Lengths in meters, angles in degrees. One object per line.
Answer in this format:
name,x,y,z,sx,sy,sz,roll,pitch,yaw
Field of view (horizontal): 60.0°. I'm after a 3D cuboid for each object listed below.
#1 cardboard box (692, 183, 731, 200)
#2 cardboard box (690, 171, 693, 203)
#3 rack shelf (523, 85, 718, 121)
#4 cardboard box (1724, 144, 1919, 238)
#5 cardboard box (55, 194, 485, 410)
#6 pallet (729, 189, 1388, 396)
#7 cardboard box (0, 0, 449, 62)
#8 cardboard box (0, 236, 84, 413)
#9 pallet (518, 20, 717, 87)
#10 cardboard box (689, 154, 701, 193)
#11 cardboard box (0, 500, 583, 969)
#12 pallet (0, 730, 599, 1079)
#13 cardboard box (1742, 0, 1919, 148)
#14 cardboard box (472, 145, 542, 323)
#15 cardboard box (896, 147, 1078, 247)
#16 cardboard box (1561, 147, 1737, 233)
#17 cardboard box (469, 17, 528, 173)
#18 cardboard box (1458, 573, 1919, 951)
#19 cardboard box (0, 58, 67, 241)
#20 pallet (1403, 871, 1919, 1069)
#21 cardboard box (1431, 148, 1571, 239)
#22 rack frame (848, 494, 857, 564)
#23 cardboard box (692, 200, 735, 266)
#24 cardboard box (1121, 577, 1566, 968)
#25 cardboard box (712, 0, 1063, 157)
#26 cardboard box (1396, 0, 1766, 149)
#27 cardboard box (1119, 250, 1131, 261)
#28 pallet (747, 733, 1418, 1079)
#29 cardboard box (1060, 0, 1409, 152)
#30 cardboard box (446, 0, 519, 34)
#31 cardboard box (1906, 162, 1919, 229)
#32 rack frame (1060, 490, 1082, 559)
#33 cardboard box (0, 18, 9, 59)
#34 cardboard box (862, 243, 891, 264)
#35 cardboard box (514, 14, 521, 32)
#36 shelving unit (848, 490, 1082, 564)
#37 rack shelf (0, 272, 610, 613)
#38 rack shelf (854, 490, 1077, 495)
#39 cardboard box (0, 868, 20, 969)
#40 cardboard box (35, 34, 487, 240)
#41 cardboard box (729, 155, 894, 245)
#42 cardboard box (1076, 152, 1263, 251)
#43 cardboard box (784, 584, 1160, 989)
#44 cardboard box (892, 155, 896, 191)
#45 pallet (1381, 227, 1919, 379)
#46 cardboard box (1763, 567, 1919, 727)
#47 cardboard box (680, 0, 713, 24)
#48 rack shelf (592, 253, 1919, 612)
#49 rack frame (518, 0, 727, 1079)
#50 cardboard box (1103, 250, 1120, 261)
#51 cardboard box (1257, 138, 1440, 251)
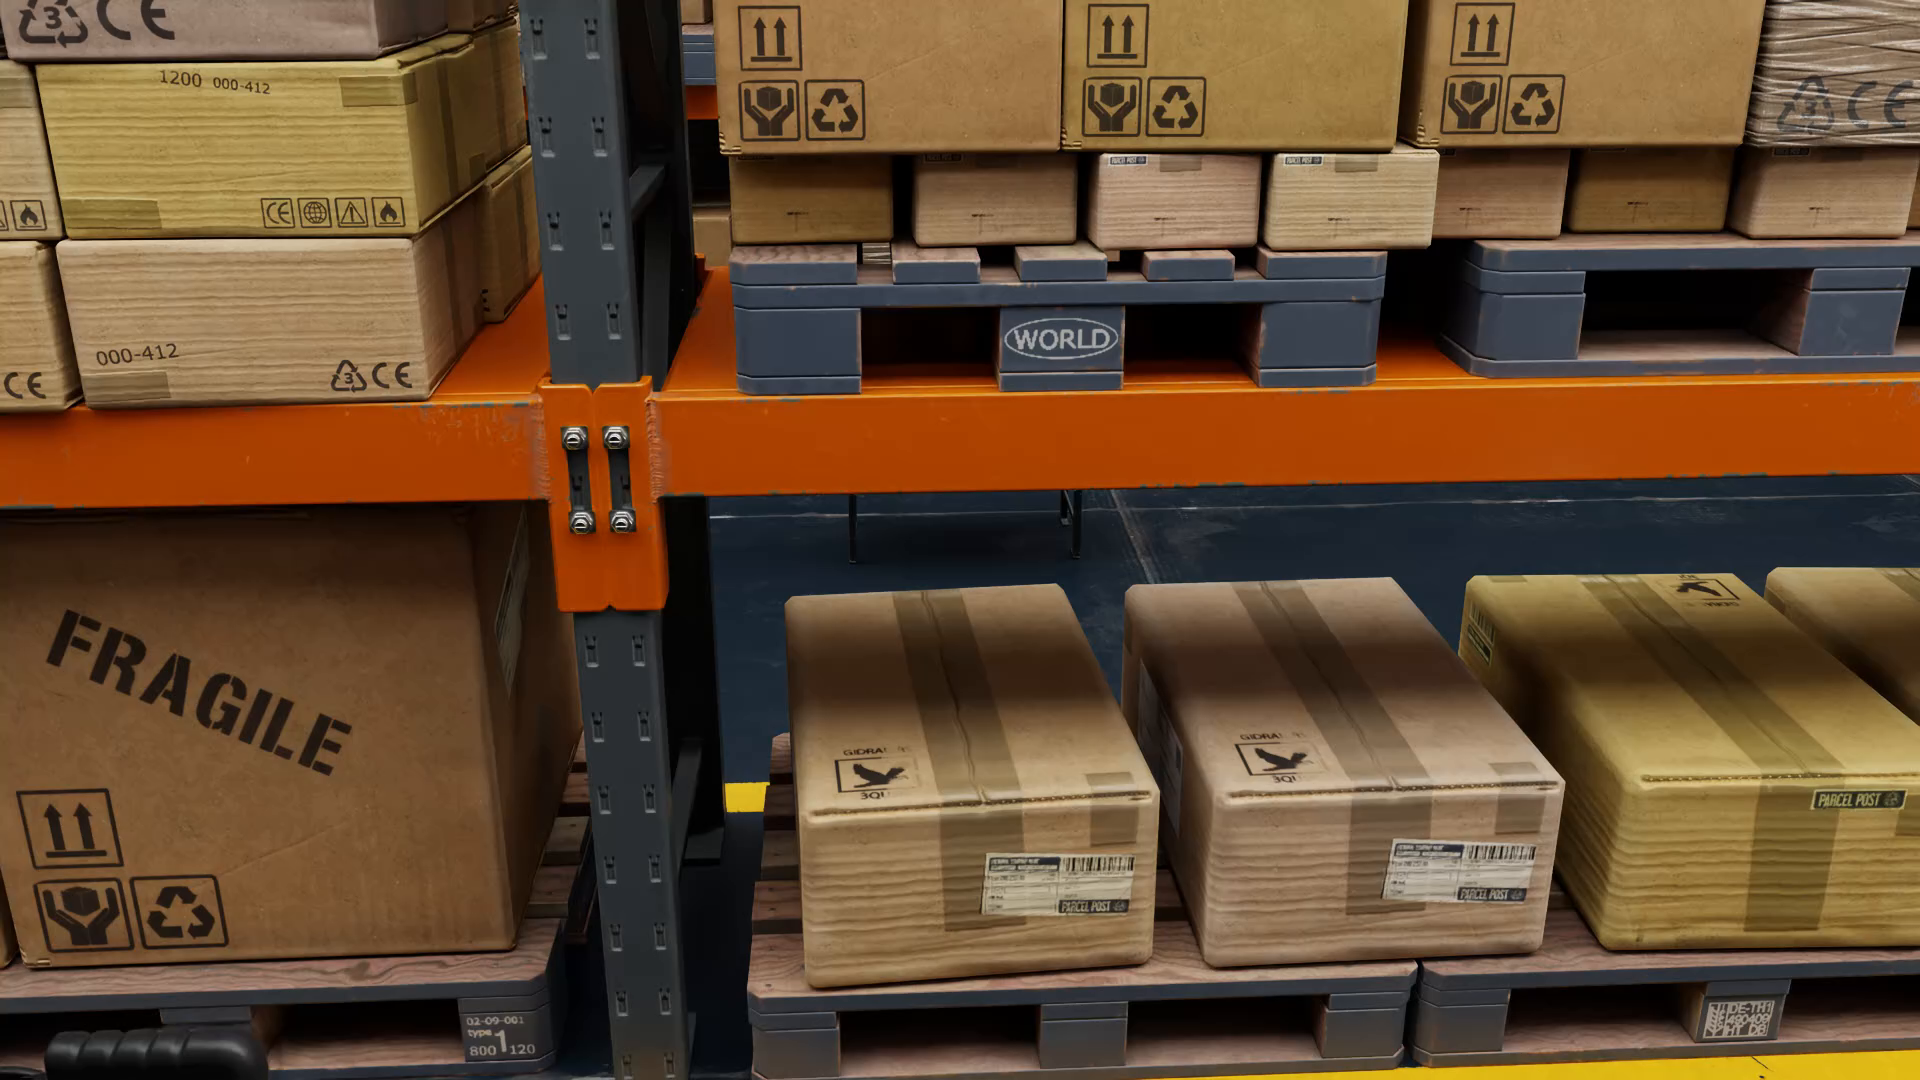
cardboard box,-1.308,-1.460,8.163,0.500,0.500,0.500,0,21,-1
cardboard box,-1.350,-1.572,7.546,0.250,0.149,0.380,-2,21,-6
rack shelf,-2.868,-1.964,7.575,4.000,0.370,1.077,-1,21,-3
cardboard box,1.367,-0.613,2.777,0.250,0.149,0.380,-1,21,-1
cardboard box,-1.074,-0.405,2.680,0.500,0.250,0.500,-2,21,-5
pallet,0.121,-0.540,3.094,1.003,0.211,1.213,-1,21,-3
cardboard box,-1.086,-0.988,2.455,0.500,0.500,0.500,-2,21,-5
cardboard box,-1.583,-0.389,2.638,0.500,0.250,0.500,-1,21,-2
pallet,-1.544,-2.212,7.486,1.003,0.211,1.213,-1,21,-3
cardboard box,-1.410,-1.772,8.071,0.250,0.149,0.380,0,21,0
cardboard box,-1.279,0.204,3.266,0.875,0.875,0.875,-1,21,-4
pallet,-1.376,0.715,3.447,1.213,0.211,1.003,-1,21,-3
cardboard box,1.428,-0.920,2.673,0.500,0.500,0.500,-2,21,-5
cardboard box,-1.087,-0.587,3.158,0.500,0.250,0.500,-2,21,-4
cardboard box,0.035,-0.591,2.720,0.250,0.149,0.380,-2,21,-6
cardboard box,1.103,-0.631,2.824,0.250,0.149,0.380,0,21,-1
cardboard box,-1.104,-0.819,3.064,0.500,0.250,0.500,-1,21,-3
cardboard box,1.474,0.415,3.418,0.625,0.372,0.950,0,21,-1
cardboard box,-1.565,-0.629,2.566,0.500,0.250,0.500,-2,21,-4
pallet,1.411,0.686,3.521,1.213,0.211,1.003,-1,21,-3
cardboard box,0.823,-0.611,2.773,0.250,0.149,0.380,0,21,0
rack frame,-0.359,-0.694,5.335,0.023,1.500,0.400,-1,21,-3
cardboard box,-1.281,-1.284,7.700,0.500,0.500,0.500,-1,21,-1
cardboard box,0.717,0.428,3.383,0.625,0.372,0.950,-2,21,-4
cardboard box,-0.122,-0.887,2.585,0.500,0.500,0.500,-2,21,-5
cardboard box,0.928,-0.913,2.654,0.500,0.500,0.500,-1,21,-2
cardboard box,1.076,-1.465,8.000,0.625,0.625,0.875,-2,21,-5
pallet,0.196,0.710,3.459,1.213,0.211,1.003,-1,21,-3
cardboard box,0.398,-0.900,2.620,0.500,0.500,0.500,0,21,0
cardboard box,-1.091,-1.169,2.929,0.500,0.500,0.500,-2,21,-5
cardboard box,1.623,-0.645,2.862,0.250,0.149,0.380,-2,21,-5
rack frame,0.372,-0.708,5.374,0.023,1.500,0.400,-1,21,-3
cardboard box,-1.597,-0.975,2.420,0.500,0.500,0.500,-1,21,-2
cardboard box,-0.248,-1.435,7.922,0.625,0.625,0.875,-1,21,-1
cardboard box,-1.906,-2.331,7.147,0.500,0.250,0.500,-2,21,-6
shelving unit,0.007,-0.701,5.354,0.755,1.500,0.431,-1,21,-3
rack shelf,-2.581,-0.201,2.944,4.000,0.370,1.077,-1,21,-3
rack shelf,0.007,-0.396,5.470,0.720,0.370,0.431,-1,21,-3
cardboard box,-2.169,0.220,3.223,0.875,0.875,0.875,-1,21,-2
cardboard box,-1.053,-0.641,2.597,0.500,0.250,0.500,-1,21,-3
cardboard box,-0.249,-0.597,2.736,0.250,0.149,0.380,-2,21,-6
cardboard box,0.311,-0.580,2.692,0.250,0.149,0.380,-3,21,-7
cardboard box,-0.020,0.446,3.336,0.625,0.372,0.950,-3,21,-7
cardboard box,-0.007,-0.778,3.211,0.250,0.149,0.380,-1,21,-2
pallet,1.390,-0.543,3.100,1.213,0.211,1.003,-1,21,-3
cardboard box,2.168,0.400,3.457,0.625,0.372,0.950,0,21,0
cardboard box,-1.394,-2.629,7.579,0.500,0.500,0.500,0,21,-1
rack shelf,1.412,-0.282,3.157,4.000,0.370,1.077,-1,21,-3
rack frame,-0.584,-0.578,2.922,0.127,3.000,1.000,-1,21,-3
cardboard box,0.404,-1.451,7.964,0.625,0.625,0.875,0,21,-1
cardboard box,0.587,-0.578,2.687,0.250,0.149,0.380,-1,21,-3
